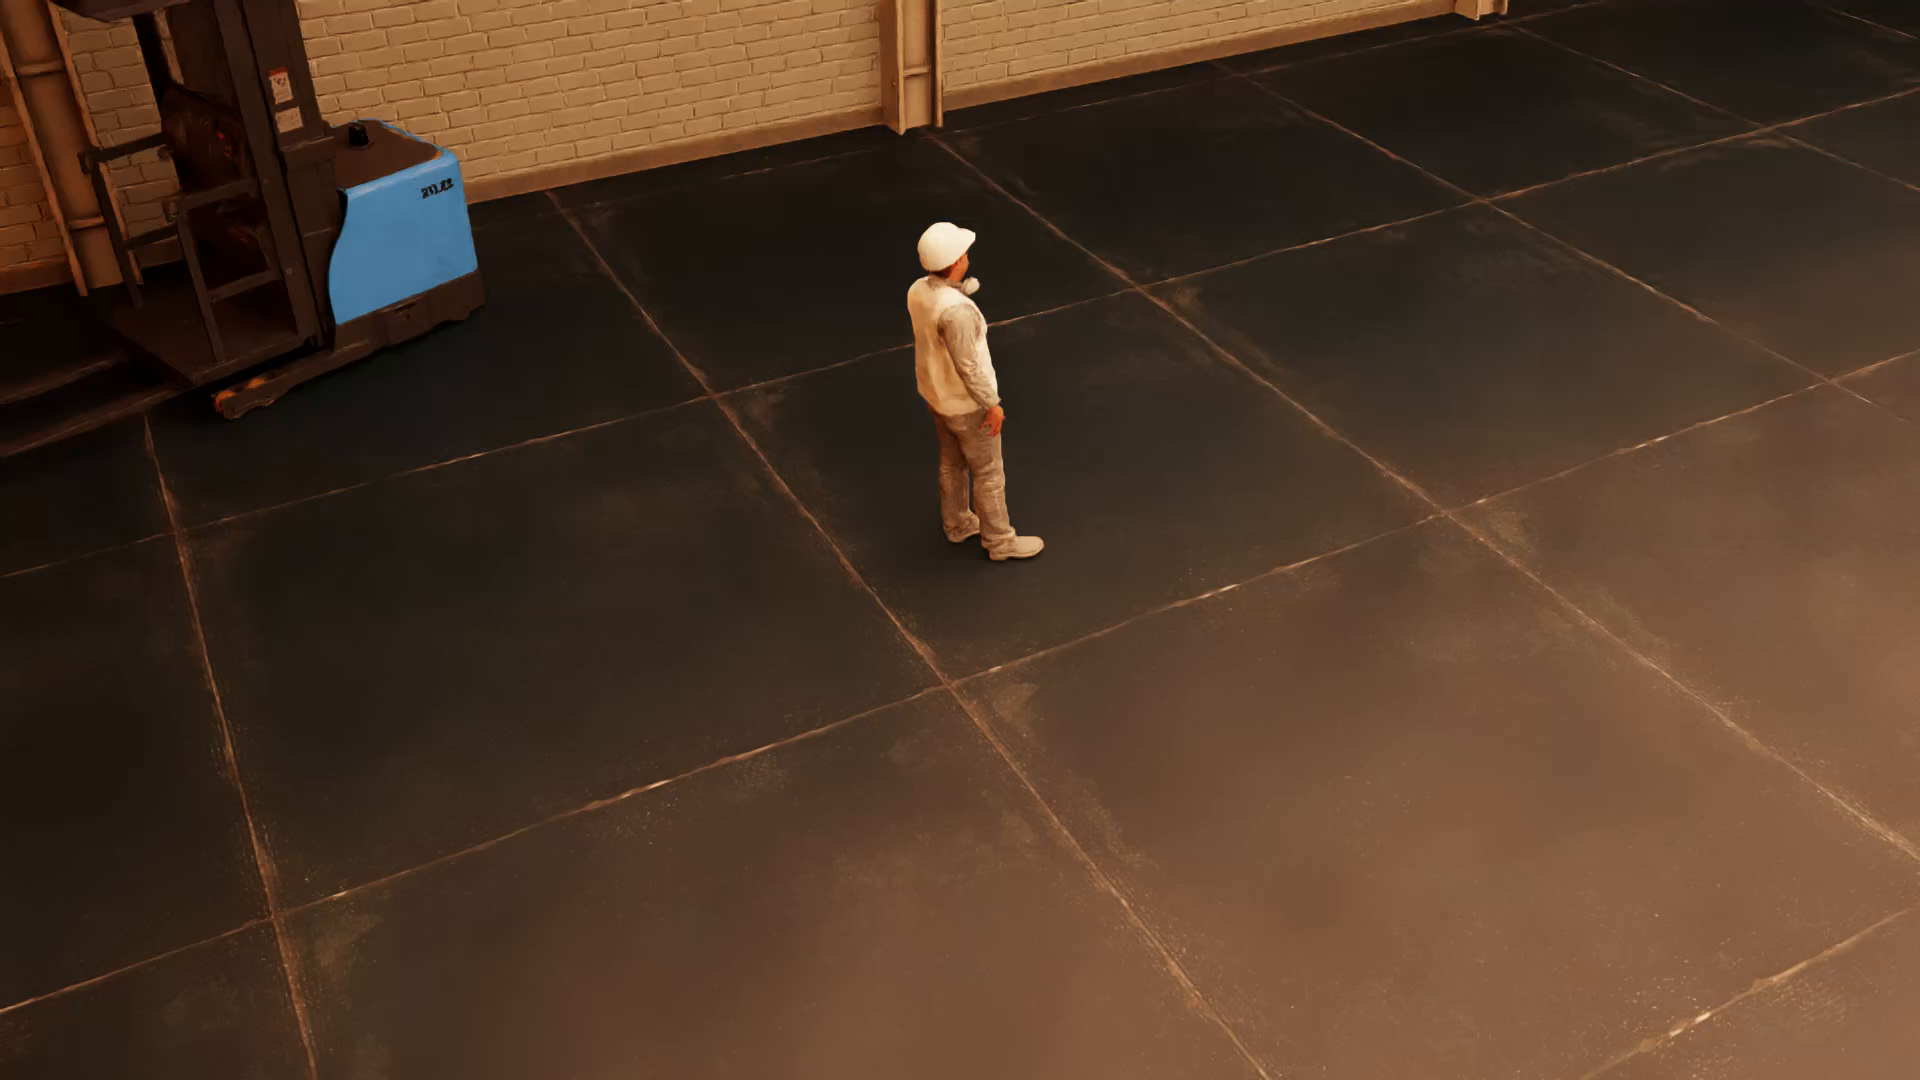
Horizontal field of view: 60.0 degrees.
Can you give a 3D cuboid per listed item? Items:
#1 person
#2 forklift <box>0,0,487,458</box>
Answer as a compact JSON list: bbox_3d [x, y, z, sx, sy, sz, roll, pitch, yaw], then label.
[{"bbox_3d":[0.059,-0.743,8.164,0.567,1.773,0.632,-17,39,-23],"label":"person"},{"bbox_3d":[-4.409,-2.229,9.276,1.130,2.935,3.031,27,44,33],"label":"forklift"}]
